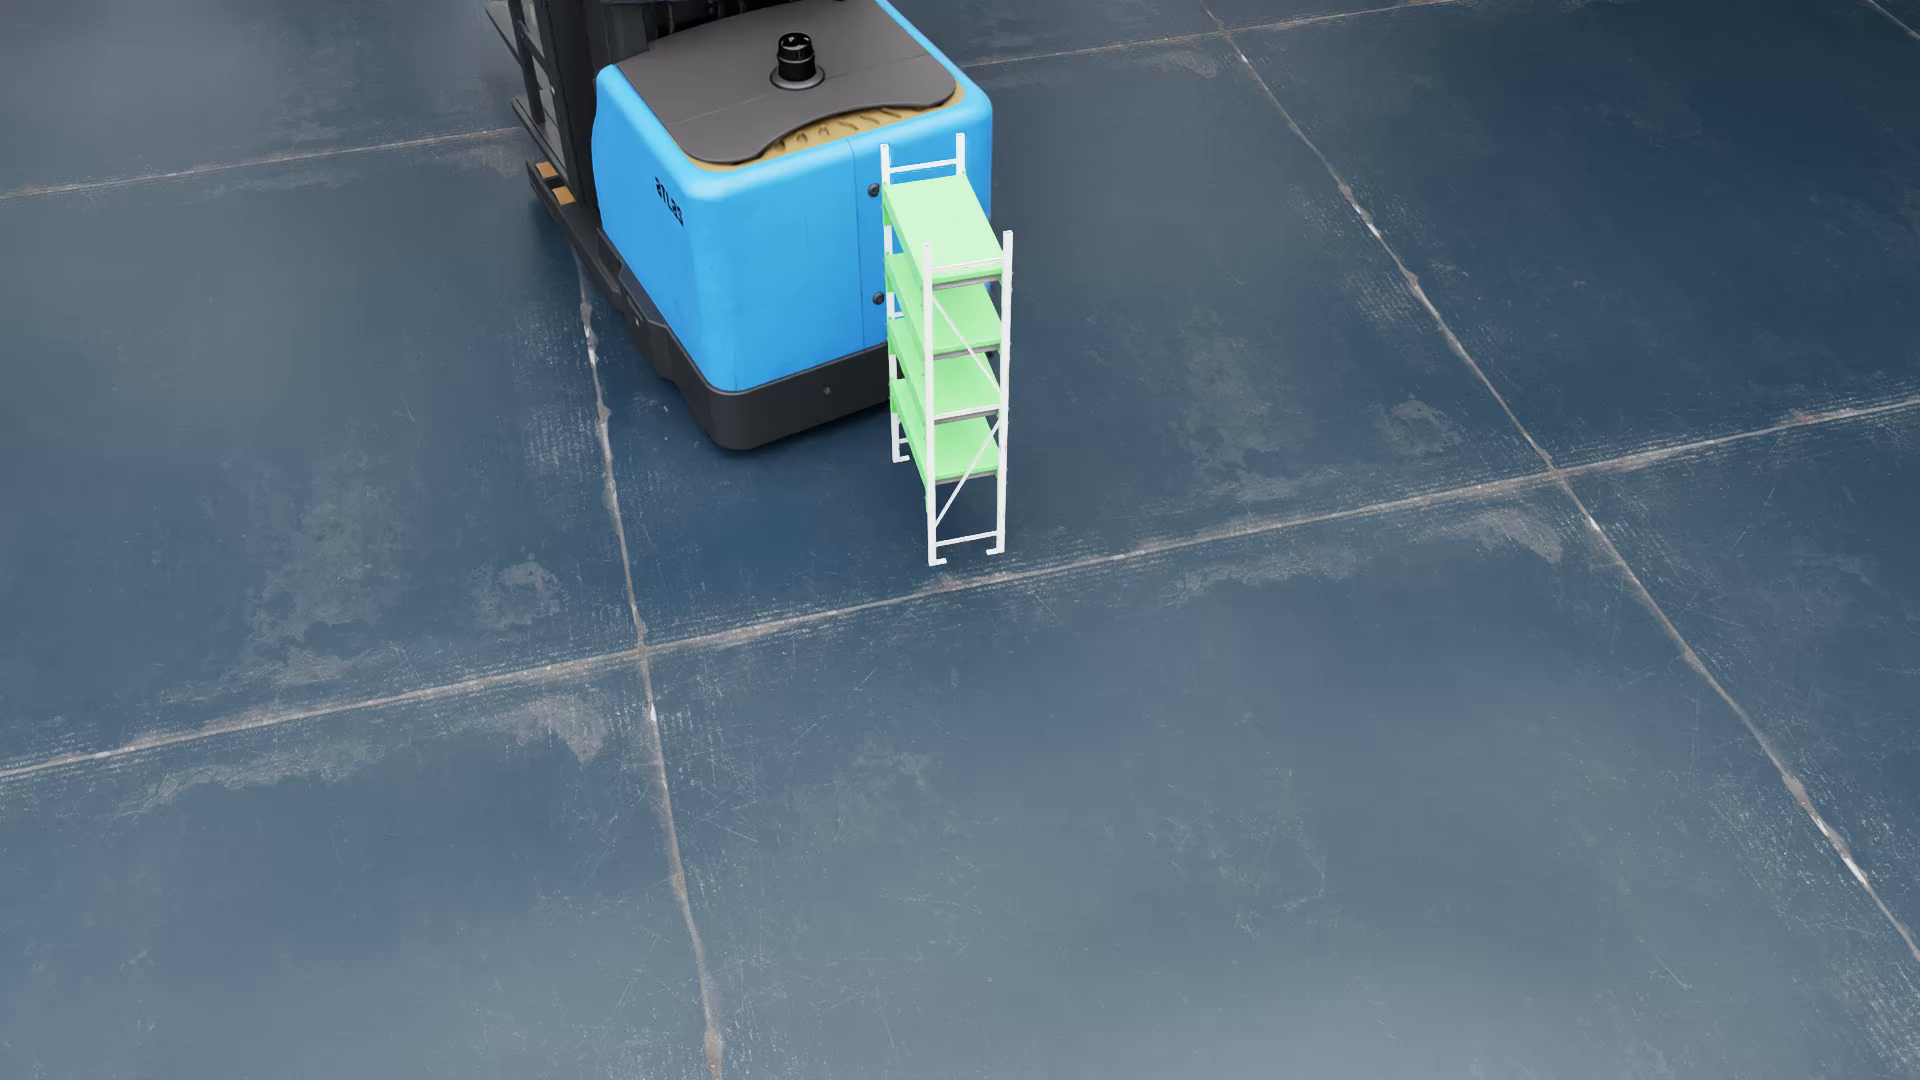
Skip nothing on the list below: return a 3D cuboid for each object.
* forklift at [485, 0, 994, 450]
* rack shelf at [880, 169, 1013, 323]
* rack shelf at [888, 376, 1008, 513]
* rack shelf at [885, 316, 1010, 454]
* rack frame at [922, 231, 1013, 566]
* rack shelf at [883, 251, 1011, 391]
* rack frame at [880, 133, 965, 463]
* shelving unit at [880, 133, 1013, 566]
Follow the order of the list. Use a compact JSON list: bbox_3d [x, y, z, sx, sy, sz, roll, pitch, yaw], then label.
[{"bbox_3d":[-1.036,-2.369,5.520,1.130,2.935,3.031,-21,49,-20],"label":"forklift"},{"bbox_3d":[-0.042,-0.825,4.636,0.258,0.148,0.480,-11,47,-10],"label":"rack shelf"},{"bbox_3d":[-0.042,-0.322,5.151,0.258,0.148,0.480,-11,47,-10],"label":"rack shelf"},{"bbox_3d":[-0.042,-0.490,4.979,0.258,0.148,0.480,-11,47,-10],"label":"rack shelf"},{"bbox_3d":[0.020,-0.366,4.768,0.240,1.200,0.015,-11,47,-10],"label":"rack frame"},{"bbox_3d":[-0.042,-0.658,4.808,0.258,0.148,0.480,-11,47,-10],"label":"rack shelf"},{"bbox_3d":[-0.105,-0.703,5.099,0.240,1.200,0.015,-11,47,-10],"label":"rack frame"},{"bbox_3d":[-0.042,-0.534,4.933,0.258,1.200,0.503,-11,47,-10],"label":"shelving unit"}]
